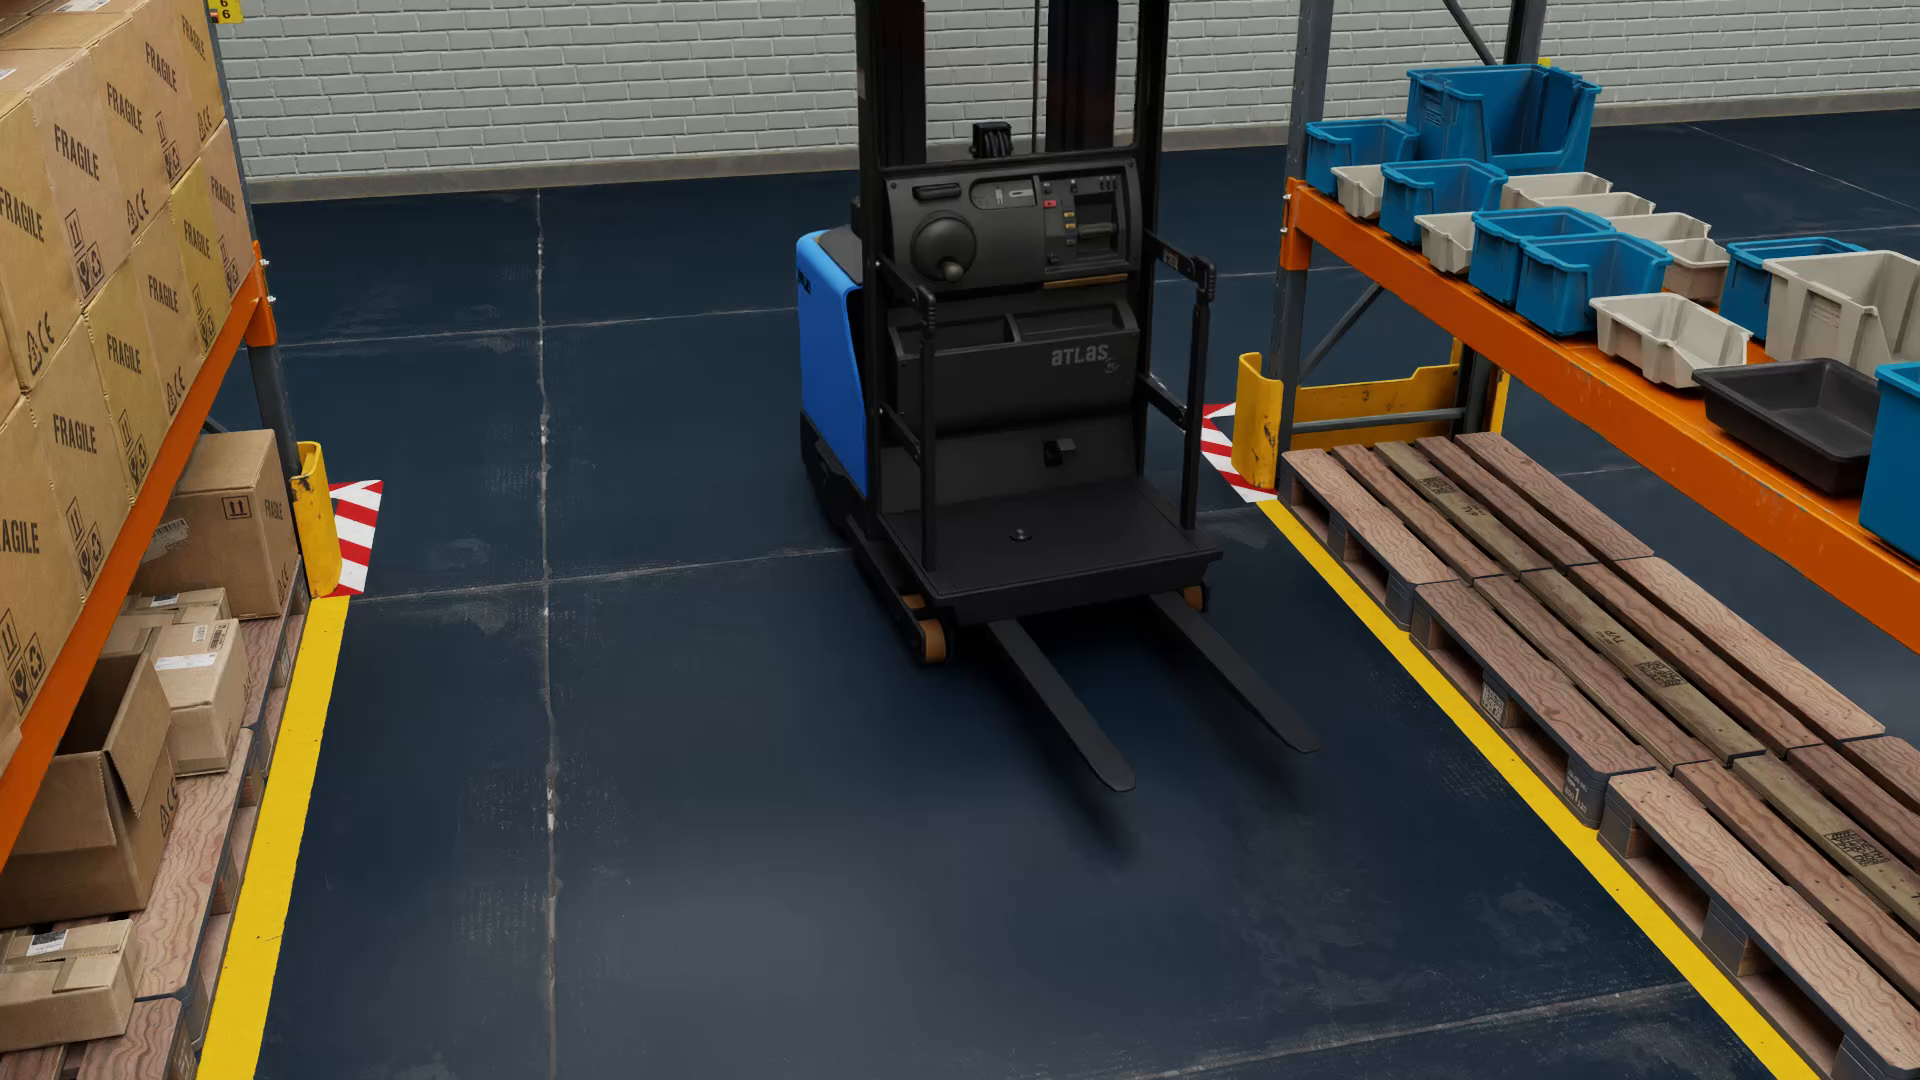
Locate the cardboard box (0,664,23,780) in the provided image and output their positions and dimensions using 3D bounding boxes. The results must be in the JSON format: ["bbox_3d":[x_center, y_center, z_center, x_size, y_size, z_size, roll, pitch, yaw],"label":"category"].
[{"bbox_3d":[-1.951,0.284,2.747,0.500,0.500,0.500,-5,27,-10],"label":"cardboard box"}]

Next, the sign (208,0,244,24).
[{"bbox_3d":[-2.458,-1.881,5.513,0.100,0.325,0.005,-6,27,-12],"label":"sign"}]

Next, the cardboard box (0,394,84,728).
[{"bbox_3d":[-2.070,0.060,3.192,0.500,0.500,0.500,-5,27,-11],"label":"cardboard box"}]

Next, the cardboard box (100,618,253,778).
[{"bbox_3d":[-2.456,0.489,5.015,0.500,0.250,0.500,-6,27,-12],"label":"cardboard box"}]

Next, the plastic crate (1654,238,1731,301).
[{"bbox_3d":[2.406,-0.870,5.371,0.298,0.136,0.250,-6,27,-12],"label":"plastic crate"}]

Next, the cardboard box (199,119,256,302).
[{"bbox_3d":[-2.637,-1.051,5.393,0.500,0.500,0.500,-5,27,-10],"label":"cardboard box"}]

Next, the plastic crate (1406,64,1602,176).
[{"bbox_3d":[2.081,-1.592,6.469,0.616,0.435,0.499,-6,27,-12],"label":"plastic crate"}]

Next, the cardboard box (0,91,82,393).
[{"bbox_3d":[-2.166,-0.598,3.386,0.500,0.500,0.500,-7,28,-13],"label":"cardboard box"}]

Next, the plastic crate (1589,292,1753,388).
[{"bbox_3d":[2.040,-0.564,4.765,0.293,0.136,0.466,-6,27,-12],"label":"plastic crate"}]

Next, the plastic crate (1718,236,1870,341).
[{"bbox_3d":[2.536,-0.754,5.033,0.416,0.233,0.300,-6,27,-12],"label":"plastic crate"}]

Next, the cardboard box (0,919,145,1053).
[{"bbox_3d":[-2.190,1.064,3.970,0.380,0.166,0.250,-6,27,-12],"label":"cardboard box"}]

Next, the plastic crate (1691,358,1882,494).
[{"bbox_3d":[2.211,-0.289,4.233,0.437,0.125,0.590,-6,27,-12],"label":"plastic crate"}]

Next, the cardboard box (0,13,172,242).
[{"bbox_3d":[-2.399,-1.050,4.282,0.500,0.500,0.500,-5,27,-10],"label":"cardboard box"}]

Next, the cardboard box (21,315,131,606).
[{"bbox_3d":[-2.180,-0.160,3.627,0.500,0.500,0.500,-6,27,-12],"label":"cardboard box"}]

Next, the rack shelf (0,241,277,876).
[{"bbox_3d":[-2.553,0.023,4.173,1.077,0.370,4.000,-6,27,-12],"label":"rack shelf"}]

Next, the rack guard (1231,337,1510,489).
[{"bbox_3d":[1.805,-0.570,7.325,1.175,0.500,0.348,-6,27,-12],"label":"rack guard"}]

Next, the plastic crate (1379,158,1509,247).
[{"bbox_3d":[1.707,-1.198,5.914,0.416,0.233,0.300,-6,27,-12],"label":"plastic crate"}]

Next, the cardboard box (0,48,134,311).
[{"bbox_3d":[-2.283,-0.825,3.835,0.500,0.500,0.500,-5,27,-10],"label":"cardboard box"}]

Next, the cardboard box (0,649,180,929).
[{"bbox_3d":[-2.530,0.674,4.368,0.797,0.503,0.637,-6,27,-12],"label":"cardboard box"}]

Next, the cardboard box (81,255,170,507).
[{"bbox_3d":[-2.296,-0.383,4.069,0.500,0.500,0.500,-6,27,-12],"label":"cardboard box"}]

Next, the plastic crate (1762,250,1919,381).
[{"bbox_3d":[2.560,-0.584,4.643,0.437,0.282,0.530,-6,27,-12],"label":"plastic crate"}]

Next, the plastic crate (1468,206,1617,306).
[{"bbox_3d":[1.855,-0.909,5.342,0.416,0.233,0.300,-6,27,-12],"label":"plastic crate"}]

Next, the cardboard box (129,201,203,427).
[{"bbox_3d":[-2.410,-0.604,4.508,0.500,0.500,0.500,-6,27,-11],"label":"cardboard box"}]

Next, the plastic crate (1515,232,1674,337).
[{"bbox_3d":[1.923,-0.778,5.081,0.416,0.233,0.300,-6,27,-12],"label":"plastic crate"}]

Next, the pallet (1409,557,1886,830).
[{"bbox_3d":[2.243,0.468,5.588,1.003,0.211,1.213,-6,27,-12],"label":"pallet"}]

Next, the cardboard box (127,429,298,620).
[{"bbox_3d":[-2.641,-0.043,5.791,0.500,0.500,0.500,-6,27,-12],"label":"cardboard box"}]

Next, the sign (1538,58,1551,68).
[{"bbox_3d":[2.356,-1.813,6.832,0.100,0.325,0.005,-6,27,-12],"label":"sign"}]

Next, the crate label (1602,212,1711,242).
[{"bbox_3d":[2.321,-0.998,5.624,0.396,0.136,0.243,-6,27,-12],"label":"crate label"}]

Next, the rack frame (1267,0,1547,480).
[{"bbox_3d":[1.823,-1.677,6.744,1.000,3.000,0.127,-6,27,-12],"label":"rack frame"}]

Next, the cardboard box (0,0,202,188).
[{"bbox_3d":[-2.520,-1.278,4.732,0.500,0.500,0.500,-5,27,-10],"label":"cardboard box"}]

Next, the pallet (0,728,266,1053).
[{"bbox_3d":[-2.534,0.987,4.560,1.003,0.211,1.213,-6,27,-12],"label":"pallet"}]

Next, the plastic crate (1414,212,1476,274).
[{"bbox_3d":[1.703,-0.997,5.623,0.250,0.136,0.298,-6,27,-12],"label":"plastic crate"}]

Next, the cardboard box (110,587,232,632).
[{"bbox_3d":[-2.637,0.293,5.496,0.380,0.166,0.250,-6,27,-12],"label":"cardboard box"}]

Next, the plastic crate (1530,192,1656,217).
[{"bbox_3d":[2.235,-1.118,5.862,0.396,0.136,0.243,-6,27,-12],"label":"plastic crate"}]

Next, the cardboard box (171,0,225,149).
[{"bbox_3d":[-2.635,-1.499,5.171,0.500,0.500,0.500,-6,27,-12],"label":"cardboard box"}]

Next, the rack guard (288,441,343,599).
[{"bbox_3d":[-2.986,-0.026,6.248,1.175,0.500,0.348,-6,27,-12],"label":"rack guard"}]

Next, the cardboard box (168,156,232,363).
[{"bbox_3d":[-2.517,-0.824,4.943,0.500,0.500,0.500,-6,27,-11],"label":"cardboard box"}]

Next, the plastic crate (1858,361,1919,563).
[{"bbox_3d":[2.287,-0.111,3.592,0.392,0.384,0.575,-6,27,-12],"label":"plastic crate"}]

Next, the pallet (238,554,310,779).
[{"bbox_3d":[-2.806,0.453,5.620,1.003,0.211,1.213,-6,27,-12],"label":"pallet"}]

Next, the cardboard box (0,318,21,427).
[{"bbox_3d":[-2.051,-0.373,2.939,0.500,0.500,0.500,-7,28,-13],"label":"cardboard box"}]

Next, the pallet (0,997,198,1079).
[{"bbox_3d":[-2.256,1.524,3.497,1.003,0.211,1.213,-6,27,-12],"label":"pallet"}]

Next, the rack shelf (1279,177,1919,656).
[{"bbox_3d":[2.274,-0.478,5.166,1.077,0.370,4.000,-6,27,-12],"label":"rack shelf"}]

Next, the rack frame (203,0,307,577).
[{"bbox_3d":[-3.003,-1.176,5.750,1.000,3.000,0.127,-6,27,-12],"label":"rack frame"}]

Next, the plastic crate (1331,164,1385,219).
[{"bbox_3d":[1.550,-1.295,6.213,0.250,0.136,0.298,-6,27,-12],"label":"plastic crate"}]

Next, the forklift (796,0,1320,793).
[{"bbox_3d":[0.270,-1.074,5.625,1.130,2.935,3.031,-9,28,-17],"label":"forklift"}]

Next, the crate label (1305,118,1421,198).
[{"bbox_3d":[1.558,-1.487,6.487,0.416,0.233,0.303,-6,27,-12],"label":"crate label"}]

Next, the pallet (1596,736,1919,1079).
[{"bbox_3d":[2.521,1.005,4.525,1.003,0.211,1.213,-6,27,-12],"label":"pallet"}]

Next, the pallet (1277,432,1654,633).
[{"bbox_3d":[1.971,-0.066,6.647,1.003,0.211,1.213,-6,27,-12],"label":"pallet"}]

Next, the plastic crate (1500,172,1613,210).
[{"bbox_3d":[2.184,-1.247,6.117,0.396,0.136,0.243,-6,27,-12],"label":"plastic crate"}]
